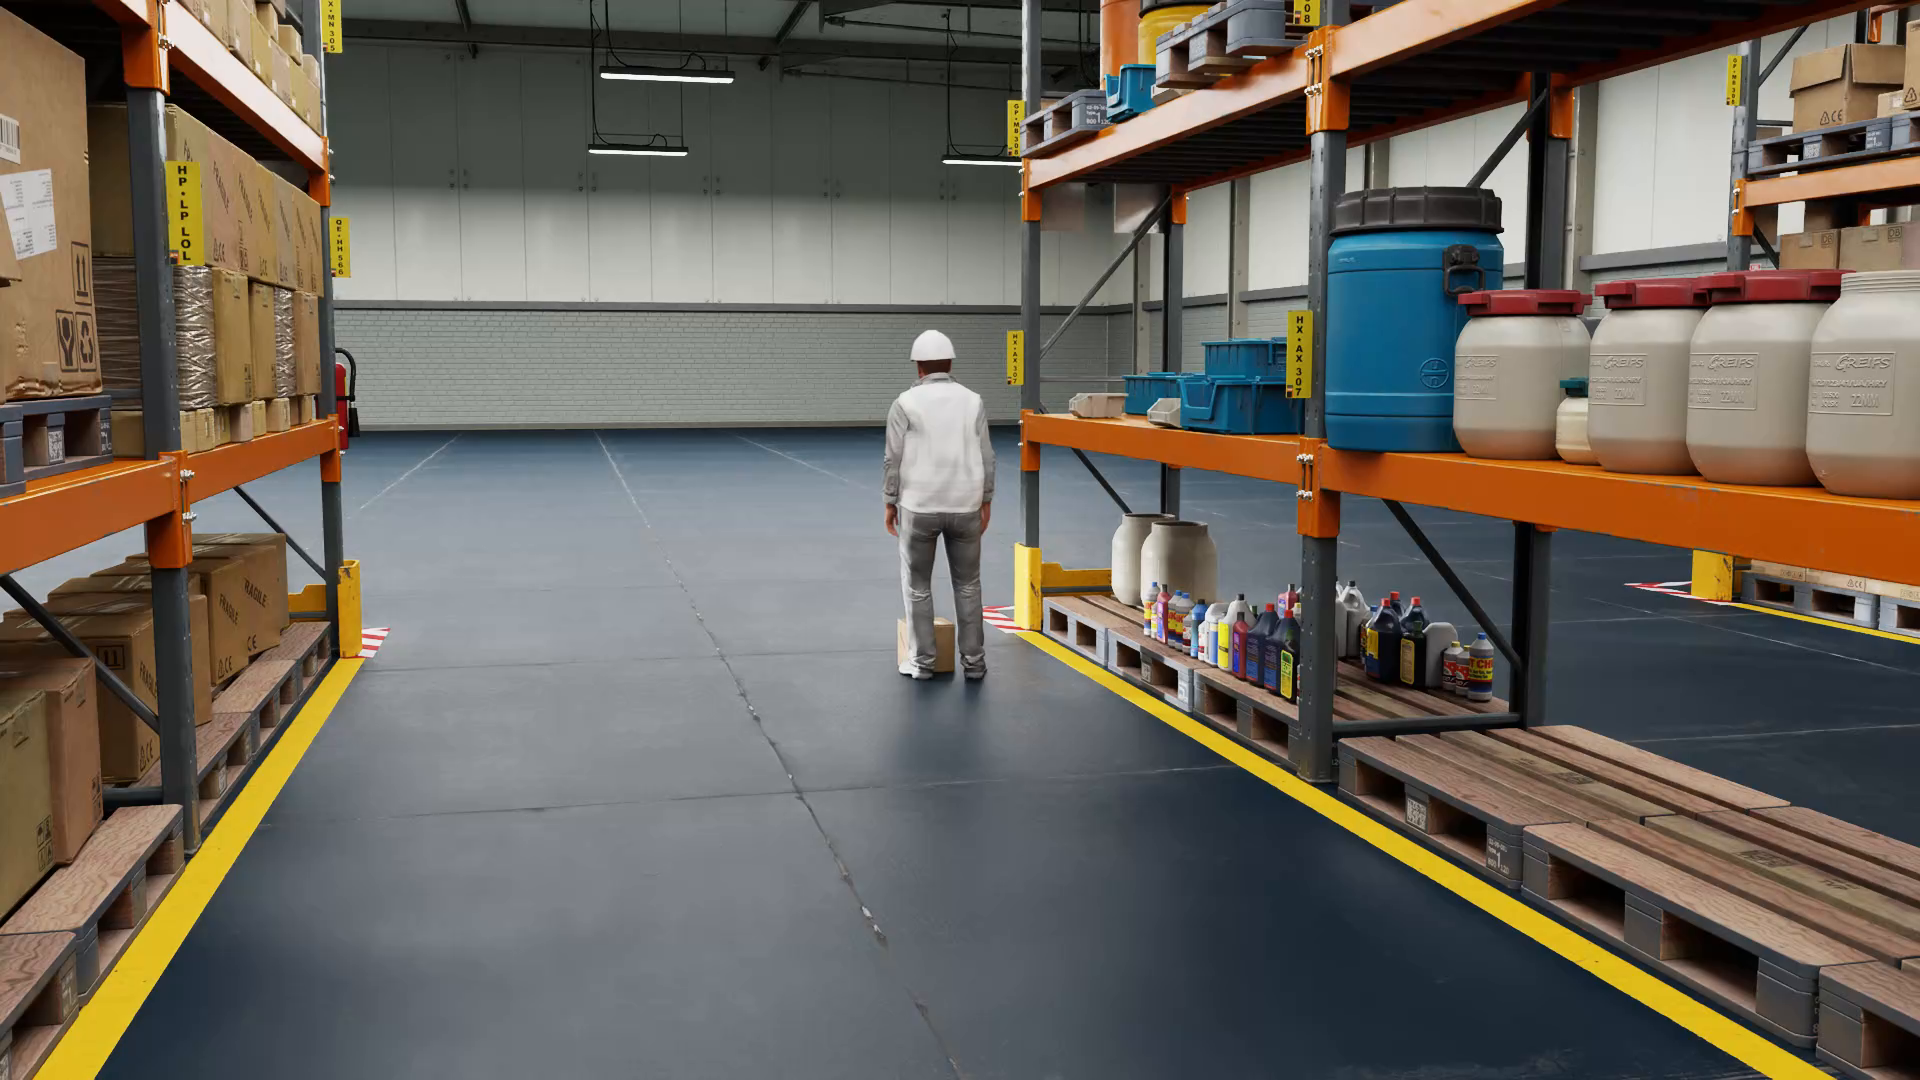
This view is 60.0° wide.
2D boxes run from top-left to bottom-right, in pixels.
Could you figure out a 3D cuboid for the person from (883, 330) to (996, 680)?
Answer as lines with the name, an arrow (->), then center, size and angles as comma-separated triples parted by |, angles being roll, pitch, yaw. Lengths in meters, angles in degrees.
person -> -0.108, -0.176, 8.466 | 0.580, 1.772, 0.462 | -1, 6, -14
